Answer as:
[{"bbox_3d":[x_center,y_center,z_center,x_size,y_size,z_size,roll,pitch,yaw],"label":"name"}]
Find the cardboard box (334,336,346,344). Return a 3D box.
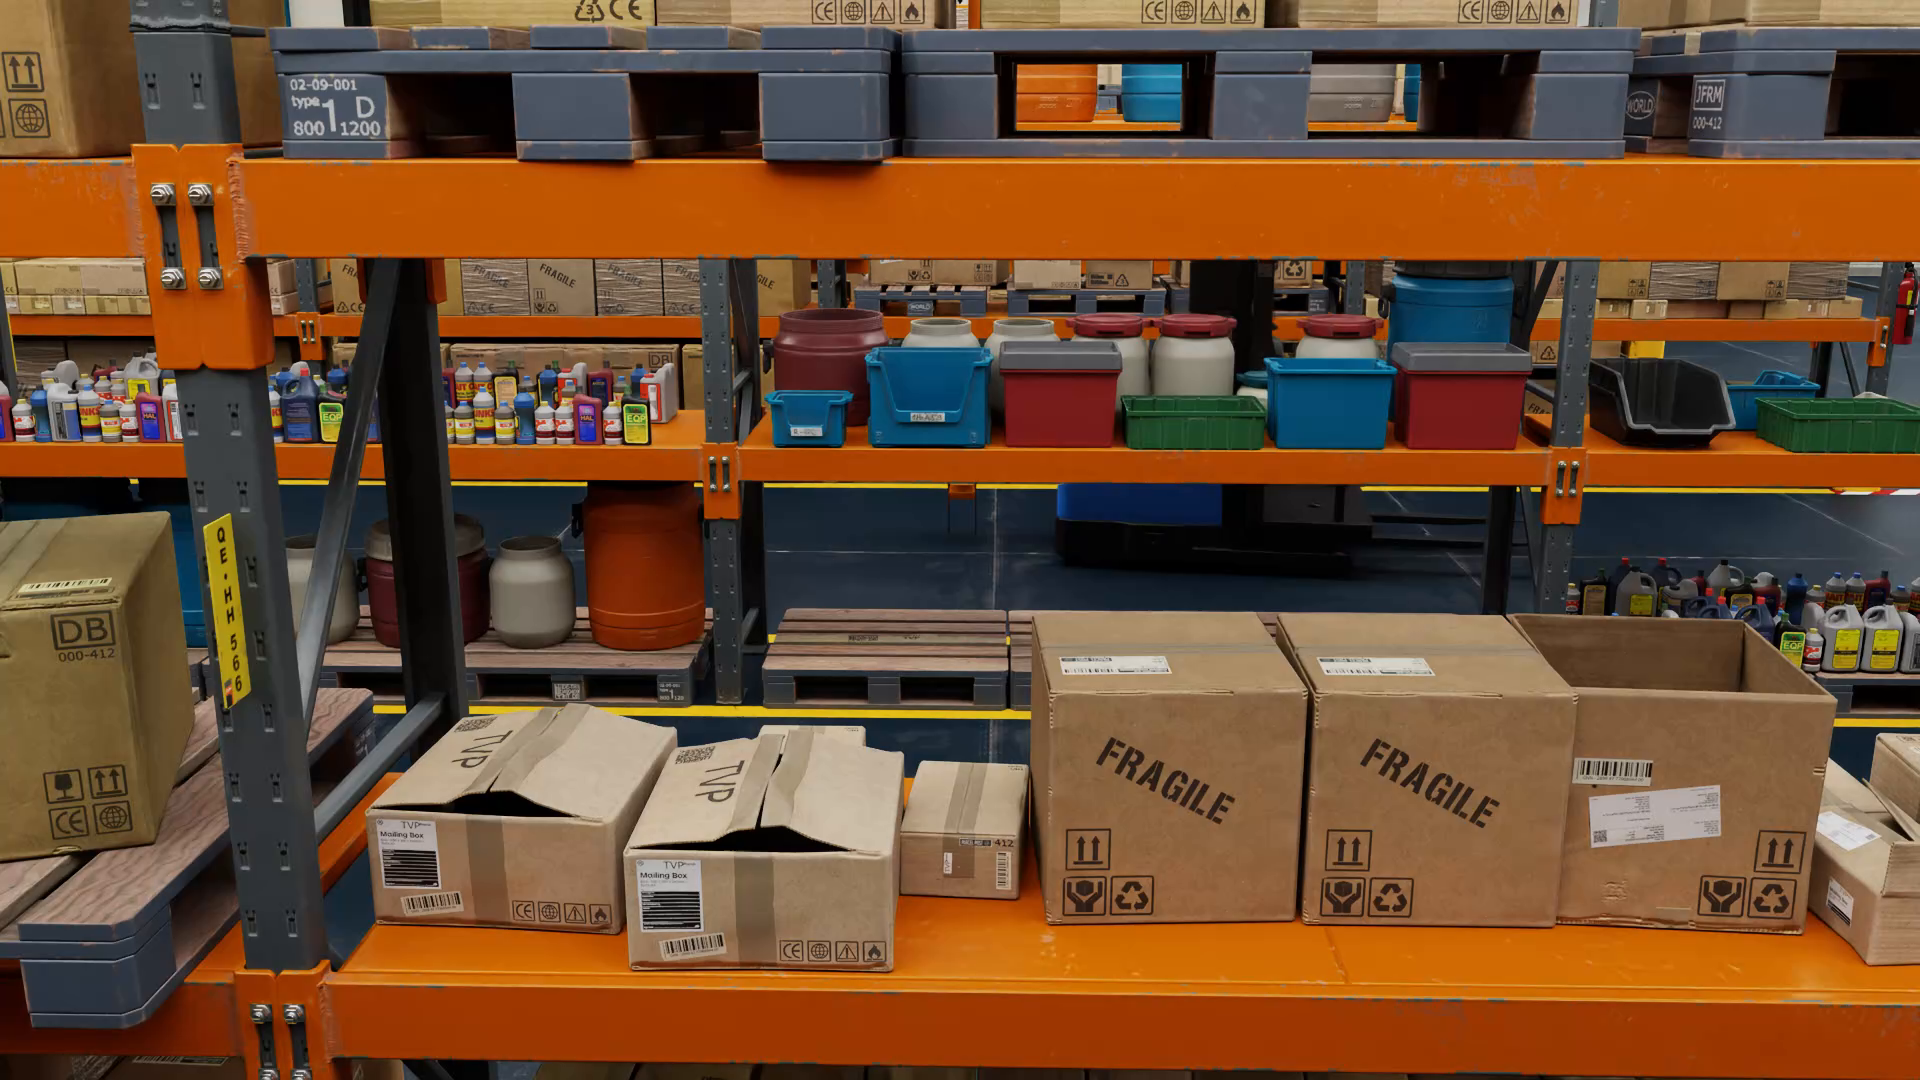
[{"bbox_3d":[-6.675,-2.239,18.127,0.250,0.149,0.380,1,15,4],"label":"cardboard box"}]

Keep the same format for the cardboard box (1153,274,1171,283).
[{"bbox_3d":[2.722,-3.457,22.890,0.625,0.372,0.950,1,15,2],"label":"cardboard box"}]

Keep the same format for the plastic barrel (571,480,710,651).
[{"bbox_3d":[-1.621,0.090,8.549,0.708,0.830,0.600,0,15,1],"label":"plastic barrel"}]

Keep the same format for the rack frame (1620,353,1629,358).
[{"bbox_3d":[7.220,-3.232,17.712,0.127,3.000,1.000,0,15,1],"label":"rack frame"}]

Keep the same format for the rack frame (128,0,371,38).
[{"bbox_3d":[-1.262,-2.395,2.777,0.127,3.000,1.000,0,15,1],"label":"rack frame"}]

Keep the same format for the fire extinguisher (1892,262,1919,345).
[{"bbox_3d":[7.095,-1.812,12.481,0.183,0.674,0.296,0,15,1],"label":"fire extinguisher"}]

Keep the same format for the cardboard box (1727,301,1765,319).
[{"bbox_3d":[5.951,-1.792,12.744,0.250,0.149,0.380,0,15,1],"label":"cardboard box"}]

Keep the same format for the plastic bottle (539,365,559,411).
[{"bbox_3d":[-2.135,-0.775,8.651,0.097,0.271,0.097,0,15,0],"label":"plastic bottle"}]

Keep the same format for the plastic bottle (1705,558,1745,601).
[{"bbox_3d":[4.033,0.271,8.763,0.185,0.351,0.144,0,15,1],"label":"plastic bottle"}]

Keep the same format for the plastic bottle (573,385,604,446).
[{"bbox_3d":[-1.778,-0.596,7.948,0.133,0.283,0.061,0,15,1],"label":"plastic bottle"}]

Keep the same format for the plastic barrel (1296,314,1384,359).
[{"bbox_3d":[1.916,-0.859,8.449,0.433,0.535,0.433,0,15,0],"label":"plastic barrel"}]

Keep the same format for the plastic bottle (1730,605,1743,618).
[{"bbox_3d":[3.811,0.457,8.215,0.097,0.271,0.097,0,15,0],"label":"plastic bottle"}]

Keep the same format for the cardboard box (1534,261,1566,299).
[{"bbox_3d":[4.443,-2.178,12.936,0.500,0.500,0.875,0,15,1],"label":"cardboard box"}]

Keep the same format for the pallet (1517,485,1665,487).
[{"bbox_3d":[4.889,-0.643,13.365,1.213,0.211,1.003,0,15,1],"label":"pallet"}]

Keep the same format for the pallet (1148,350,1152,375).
[{"bbox_3d":[2.448,-1.896,18.112,1.213,0.211,1.003,0,15,1],"label":"pallet"}]

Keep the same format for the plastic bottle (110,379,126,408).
[{"bbox_3d":[-4.348,-0.733,8.627,0.097,0.201,0.097,0,15,0],"label":"plastic bottle"}]

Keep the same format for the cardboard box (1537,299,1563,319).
[{"bbox_3d":[4.451,-1.793,12.748,0.250,0.149,0.380,0,15,1],"label":"cardboard box"}]

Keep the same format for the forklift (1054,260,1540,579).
[{"bbox_3d":[2.173,-1.319,10.595,3.031,2.935,1.130,2,15,8],"label":"forklift"}]

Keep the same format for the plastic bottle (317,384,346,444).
[{"bbox_3d":[-3.008,-0.604,7.978,0.133,0.283,0.061,0,15,1],"label":"plastic bottle"}]

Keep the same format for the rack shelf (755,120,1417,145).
[{"bbox_3d":[0.868,-1.847,7.990,4.000,0.370,1.077,0,15,1],"label":"rack shelf"}]

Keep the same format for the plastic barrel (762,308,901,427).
[{"bbox_3d":[-0.660,-0.897,8.594,0.708,0.536,0.600,0,15,1],"label":"plastic barrel"}]

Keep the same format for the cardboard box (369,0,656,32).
[{"bbox_3d":[-0.807,-1.086,3.168,0.500,0.250,0.500,-1,15,-3],"label":"cardboard box"}]

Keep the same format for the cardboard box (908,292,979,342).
[{"bbox_3d":[-0.171,-2.373,18.041,0.750,0.750,1.050,0,15,1],"label":"cardboard box"}]

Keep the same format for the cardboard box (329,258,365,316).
[{"bbox_3d":[-4.550,-2.028,12.950,0.500,0.500,0.500,0,15,2],"label":"cardboard box"}]

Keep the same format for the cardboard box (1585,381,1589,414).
[{"bbox_3d":[5.145,-0.975,13.232,0.500,0.500,0.500,2,15,7],"label":"cardboard box"}]

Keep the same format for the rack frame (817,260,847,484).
[{"bbox_3d":[-1.005,-2.020,13.117,0.127,3.000,1.000,0,15,1],"label":"rack frame"}]

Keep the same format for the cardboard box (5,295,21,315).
[{"bbox_3d":[-7.371,-1.857,12.990,0.250,0.149,0.380,0,15,1],"label":"cardboard box"}]

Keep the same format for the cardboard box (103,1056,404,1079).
[{"bbox_3d":[-1.710,1.426,4.092,0.500,0.500,0.500,1,15,4],"label":"cardboard box"}]

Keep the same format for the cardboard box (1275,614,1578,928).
[{"bbox_3d":[0.942,0.468,3.491,0.500,0.500,0.500,0,15,2],"label":"cardboard box"}]

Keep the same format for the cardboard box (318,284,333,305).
[{"bbox_3d":[-5.291,-2.012,13.577,0.250,0.149,0.380,0,15,2],"label":"cardboard box"}]

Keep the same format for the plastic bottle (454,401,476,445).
[{"bbox_3d":[-2.379,-0.565,7.991,0.097,0.201,0.097,0,15,0],"label":"plastic bottle"}]

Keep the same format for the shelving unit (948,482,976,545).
[{"bbox_3d":[0.014,-0.580,11.187,0.189,1.200,0.258,0,15,1],"label":"shelving unit"}]

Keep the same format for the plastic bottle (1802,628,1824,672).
[{"bbox_3d":[4.134,0.529,8.077,0.097,0.201,0.097,0,15,0],"label":"plastic bottle"}]

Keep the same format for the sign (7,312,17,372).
[{"bbox_3d":[-5.114,-1.057,8.925,0.005,0.325,0.100,0,15,1],"label":"sign"}]

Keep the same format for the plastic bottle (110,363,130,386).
[{"bbox_3d":[-4.363,-0.801,8.738,0.135,0.276,0.152,0,15,1],"label":"plastic bottle"}]

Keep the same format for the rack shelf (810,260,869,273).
[{"bbox_3d":[-2.777,-2.950,18.050,4.000,0.370,1.077,0,15,1],"label":"rack shelf"}]

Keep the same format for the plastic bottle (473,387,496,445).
[{"bbox_3d":[-2.282,-0.598,7.980,0.097,0.271,0.097,0,15,0],"label":"plastic bottle"}]

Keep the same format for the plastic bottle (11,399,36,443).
[{"bbox_3d":[-4.526,-0.579,8.044,0.097,0.201,0.097,0,15,0],"label":"plastic bottle"}]

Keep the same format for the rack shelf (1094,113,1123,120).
[{"bbox_3d":[0.994,-3.110,12.777,4.000,0.370,1.077,0,15,1],"label":"rack shelf"}]

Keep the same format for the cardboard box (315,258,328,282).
[{"bbox_3d":[-5.467,-2.187,13.462,0.500,0.250,0.500,0,15,0],"label":"cardboard box"}]

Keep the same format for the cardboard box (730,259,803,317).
[{"bbox_3d":[-1.505,-2.009,12.877,0.500,0.500,0.500,1,15,3],"label":"cardboard box"}]

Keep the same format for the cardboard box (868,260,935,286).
[{"bbox_3d":[-0.464,-2.278,13.076,0.500,0.500,0.500,-1,15,-5],"label":"cardboard box"}]

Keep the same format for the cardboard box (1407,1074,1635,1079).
[{"bbox_3d":[1.312,1.313,3.949,0.500,0.311,0.500,0,15,0],"label":"cardboard box"}]

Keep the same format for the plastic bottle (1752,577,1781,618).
[{"bbox_3d":[4.193,0.333,8.661,0.133,0.283,0.061,0,15,1],"label":"plastic bottle"}]

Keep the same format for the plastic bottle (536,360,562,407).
[{"bbox_3d":[-2.151,-0.802,8.727,0.133,0.283,0.061,0,15,1],"label":"plastic bottle"}]

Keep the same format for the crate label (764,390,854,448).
[{"bbox_3d":[-0.720,-0.578,7.979,0.416,0.233,0.303,0,15,1],"label":"crate label"}]

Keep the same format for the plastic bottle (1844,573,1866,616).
[{"bbox_3d":[4.719,0.308,8.779,0.097,0.271,0.097,0,15,0],"label":"plastic bottle"}]

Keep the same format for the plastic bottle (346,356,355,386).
[{"bbox_3d":[-3.102,-0.830,8.701,0.185,0.351,0.144,0,15,1],"label":"plastic bottle"}]
